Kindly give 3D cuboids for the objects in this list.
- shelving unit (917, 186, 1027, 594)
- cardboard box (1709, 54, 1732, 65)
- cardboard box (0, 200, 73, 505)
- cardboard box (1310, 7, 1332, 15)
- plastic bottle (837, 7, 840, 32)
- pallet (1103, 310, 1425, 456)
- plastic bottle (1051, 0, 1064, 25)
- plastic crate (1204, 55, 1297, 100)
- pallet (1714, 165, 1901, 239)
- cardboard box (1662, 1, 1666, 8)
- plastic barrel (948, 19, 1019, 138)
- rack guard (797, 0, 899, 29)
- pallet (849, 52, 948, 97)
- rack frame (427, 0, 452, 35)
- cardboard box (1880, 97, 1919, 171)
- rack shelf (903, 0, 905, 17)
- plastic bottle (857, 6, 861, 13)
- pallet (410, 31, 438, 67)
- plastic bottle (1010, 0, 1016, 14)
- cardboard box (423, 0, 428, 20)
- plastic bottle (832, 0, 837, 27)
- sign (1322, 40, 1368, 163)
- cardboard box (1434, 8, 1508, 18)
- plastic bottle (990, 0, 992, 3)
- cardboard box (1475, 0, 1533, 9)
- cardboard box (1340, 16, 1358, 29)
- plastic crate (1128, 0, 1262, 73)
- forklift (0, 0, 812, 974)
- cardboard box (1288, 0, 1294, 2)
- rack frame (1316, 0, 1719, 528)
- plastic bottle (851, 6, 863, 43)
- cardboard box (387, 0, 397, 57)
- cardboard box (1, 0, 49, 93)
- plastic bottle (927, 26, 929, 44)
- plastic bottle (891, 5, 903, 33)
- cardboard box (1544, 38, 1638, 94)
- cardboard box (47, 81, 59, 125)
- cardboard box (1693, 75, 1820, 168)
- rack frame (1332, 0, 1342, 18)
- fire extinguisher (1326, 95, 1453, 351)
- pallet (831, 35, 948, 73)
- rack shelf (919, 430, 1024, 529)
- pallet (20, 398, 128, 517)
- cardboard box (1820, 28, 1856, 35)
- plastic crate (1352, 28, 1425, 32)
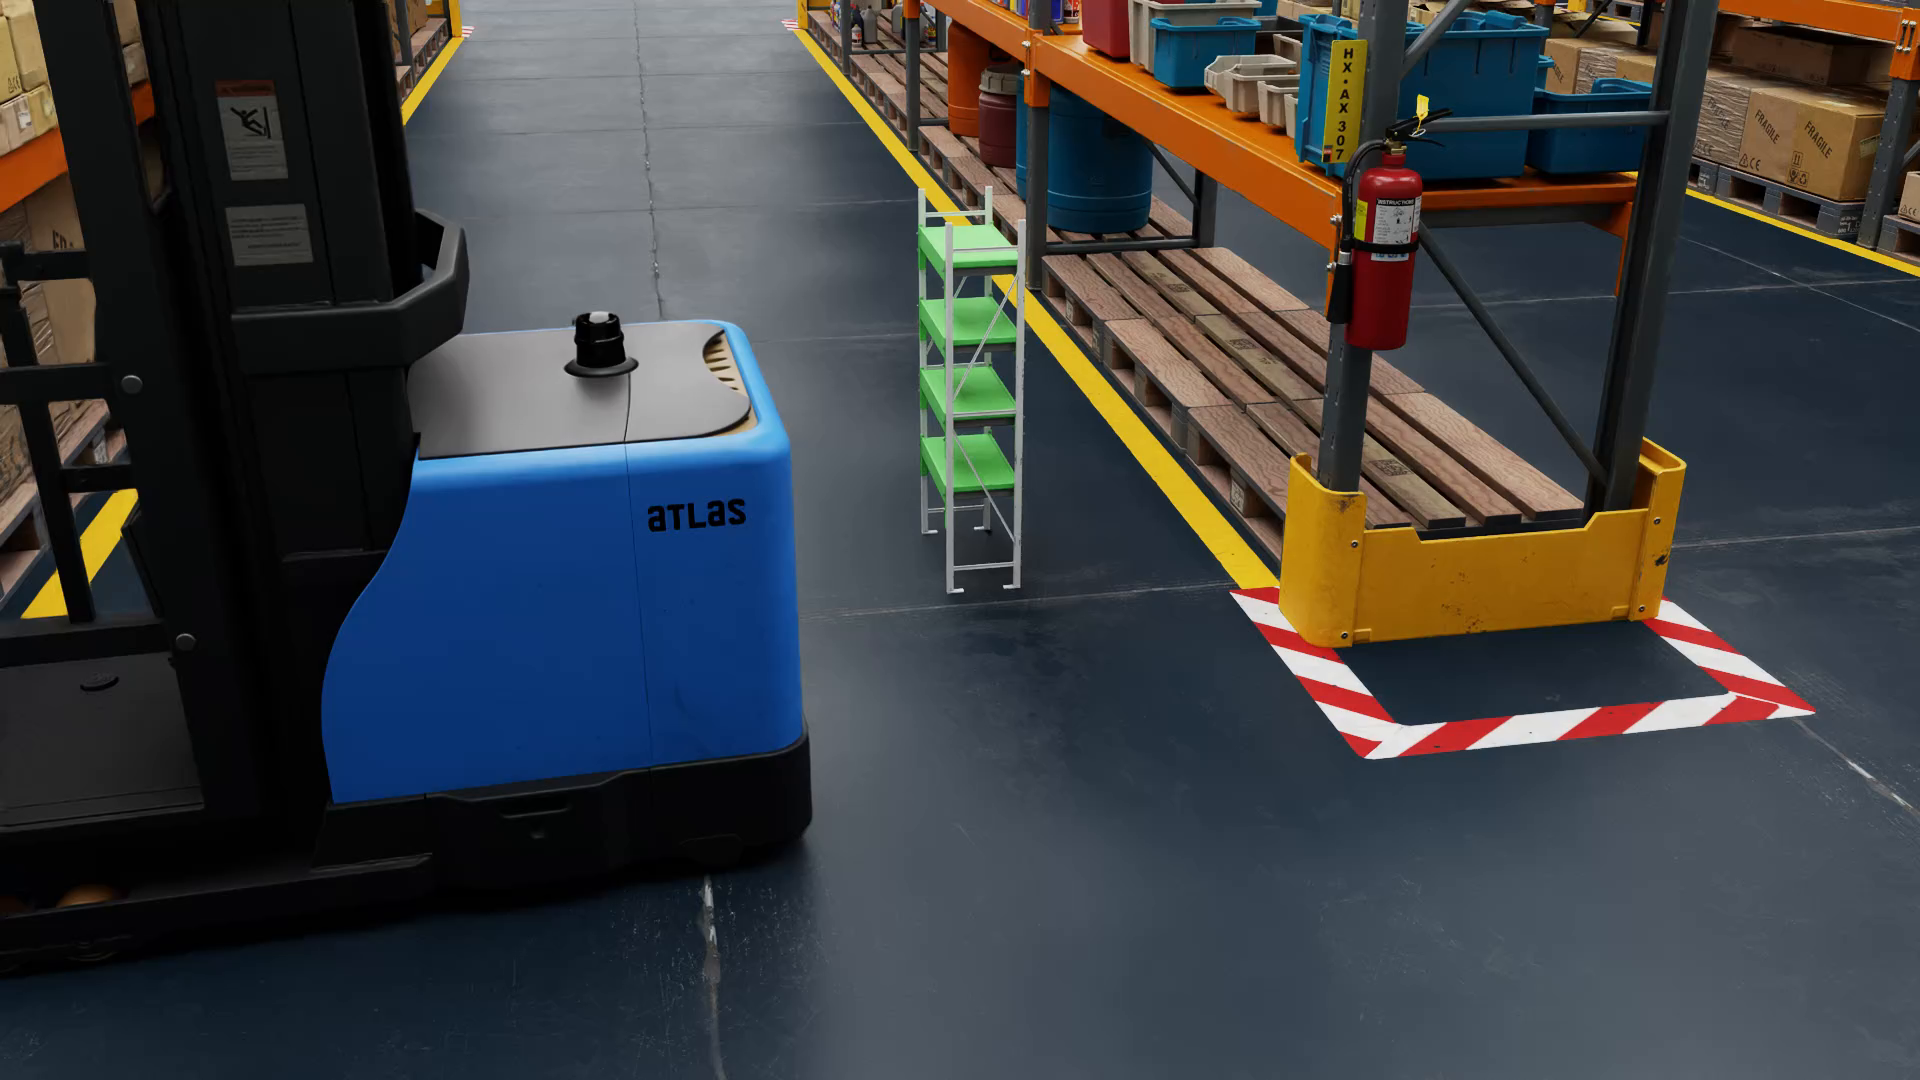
[{"bbox_3d":[0.031,-0.485,5.361,0.258,1.200,0.503,-4,24,-10],"label":"shelving unit"},{"bbox_3d":[5.473,-3.178,11.851,0.500,0.500,0.500,-5,24,-12],"label":"cardboard box"},{"bbox_3d":[-3.648,-0.620,5.551,0.875,0.875,0.875,-4,24,-10],"label":"cardboard box"},{"bbox_3d":[3.934,-5.348,17.157,0.500,0.250,0.500,-4,24,-10],"label":"cardboard box"},{"bbox_3d":[-1.226,-5.418,17.268,0.097,0.271,0.097,0,24,0],"label":"plastic bottle"},{"bbox_3d":[1.248,-0.692,7.071,1.003,0.211,1.213,-4,24,-10],"label":"pallet"},{"bbox_3d":[0.454,-2.811,8.594,0.152,0.276,0.135,-4,24,-10],"label":"plastic bottle"},{"bbox_3d":[1.068,-1.716,6.185,0.298,0.136,0.250,-4,24,-10],"label":"plastic crate"},{"bbox_3d":[5.526,-2.141,10.390,1.003,0.211,1.213,-4,24,-10],"label":"pallet"},{"bbox_3d":[8.594,-6.451,19.347,0.700,0.500,0.500,-6,24,-13],"label":"cardboard box"},{"bbox_3d":[0.212,-3.317,11.784,0.600,0.830,0.708,-4,24,-10],"label":"plastic barrel"},{"bbox_3d":[-1.314,-6.285,19.516,1.175,0.500,0.348,-4,24,-10],"label":"rack guard"},{"bbox_3d":[-0.451,-4.300,15.332,1.003,0.211,1.213,-4,24,-10],"label":"pallet"},{"bbox_3d":[-6.242,-7.091,18.237,1.000,3.000,0.127,-4,24,-10],"label":"rack frame"},{"bbox_3d":[5.864,-2.367,9.994,0.500,0.500,0.500,-5,24,-12],"label":"cardboard box"},{"bbox_3d":[-0.265,-4.767,13.817,1.077,0.370,4.000,-4,24,-10],"label":"rack shelf"},{"bbox_3d":[-1.036,-5.293,16.965,0.061,0.283,0.133,-4,24,-10],"label":"plastic bottle"},{"bbox_3d":[-5.890,-4.982,16.893,1.003,0.211,1.213,-4,24,-10],"label":"pallet"},{"bbox_3d":[0.353,-3.052,9.051,0.144,0.351,0.185,-4,24,-10],"label":"plastic bottle"},{"bbox_3d":[-6.143,-5.891,18.088,0.500,0.500,0.500,0,24,0],"label":"cardboard box"},{"bbox_3d":[-1.321,-5.587,17.639,0.061,0.283,0.133,-4,24,-9],"label":"plastic bottle"},{"bbox_3d":[1.047,-1.191,4.526,0.100,0.325,0.005,-4,24,-10],"label":"sign"},{"bbox_3d":[4.442,-4.455,14.414,0.500,0.311,0.500,-4,24,-10],"label":"cardboard box"},{"bbox_3d":[0.220,-3.216,9.613,0.097,0.201,0.097,0,24,0],"label":"plastic bottle"},{"bbox_3d":[4.872,-4.702,14.977,0.500,0.311,0.500,-5,24,-10],"label":"cardboard box"},{"bbox_3d":[4.065,-5.004,16.371,0.500,0.250,0.500,-5,24,-11],"label":"cardboard box"},{"bbox_3d":[0.946,-2.096,6.875,0.437,0.282,0.530,-4,24,-10],"label":"plastic crate"},{"bbox_3d":[-1.932,-0.635,3.543,3.031,2.935,1.130,-5,24,-12],"label":"forklift"},{"bbox_3d":[3.756,-6.085,17.909,0.500,0.500,0.500,-4,24,-10],"label":"cardboard box"},{"bbox_3d":[1.585,-1.164,4.667,1.000,3.000,0.127,-4,24,-10],"label":"rack frame"},{"bbox_3d":[-1.037,-5.103,16.447,0.144,0.351,0.185,-5,24,-11],"label":"plastic bottle"},{"bbox_3d":[-5.537,-4.724,15.418,0.500,0.500,0.500,-5,24,-11],"label":"cardboard box"},{"bbox_3d":[-3.400,-1.680,5.665,0.500,0.250,0.500,-5,24,-11],"label":"cardboard box"},{"bbox_3d":[-0.281,-5.001,16.399,0.097,0.201,0.097,0,24,0],"label":"plastic bottle"},{"bbox_3d":[-0.630,-5.406,17.234,0.152,0.276,0.135,-4,24,-10],"label":"plastic bottle"},{"bbox_3d":[4.777,-3.531,12.662,0.500,0.500,0.500,-3,24,-7],"label":"cardboard box"},{"bbox_3d":[-3.360,-1.554,5.874,0.380,0.149,0.250,-4,24,-9],"label":"cardboard box"},{"bbox_3d":[5.165,-2.724,10.812,0.500,0.500,0.500,-4,24,-9],"label":"cardboard box"},{"bbox_3d":[4.234,-6.249,16.310,1.000,3.000,0.127,-4,24,-10],"label":"rack frame"},{"bbox_3d":[1.166,-0.864,4.544,0.296,0.674,0.183,-4,24,-10],"label":"fire extinguisher"},{"bbox_3d":[-0.718,-4.873,16.644,1.003,0.211,1.213,-4,24,-10],"label":"pallet"},{"bbox_3d":[0.031,-0.206,5.482,0.258,0.148,0.480,-4,24,-10],"label":"rack shelf"},{"bbox_3d":[-3.730,-0.307,6.189,1.003,0.211,1.213,-4,24,-10],"label":"pallet"},{"bbox_3d":[9.254,-5.385,16.905,0.700,0.500,0.500,-3,24,-8],"label":"cardboard box"},{"bbox_3d":[1.619,-1.754,6.152,0.416,0.233,0.300,-4,24,-10],"label":"plastic crate"}]
